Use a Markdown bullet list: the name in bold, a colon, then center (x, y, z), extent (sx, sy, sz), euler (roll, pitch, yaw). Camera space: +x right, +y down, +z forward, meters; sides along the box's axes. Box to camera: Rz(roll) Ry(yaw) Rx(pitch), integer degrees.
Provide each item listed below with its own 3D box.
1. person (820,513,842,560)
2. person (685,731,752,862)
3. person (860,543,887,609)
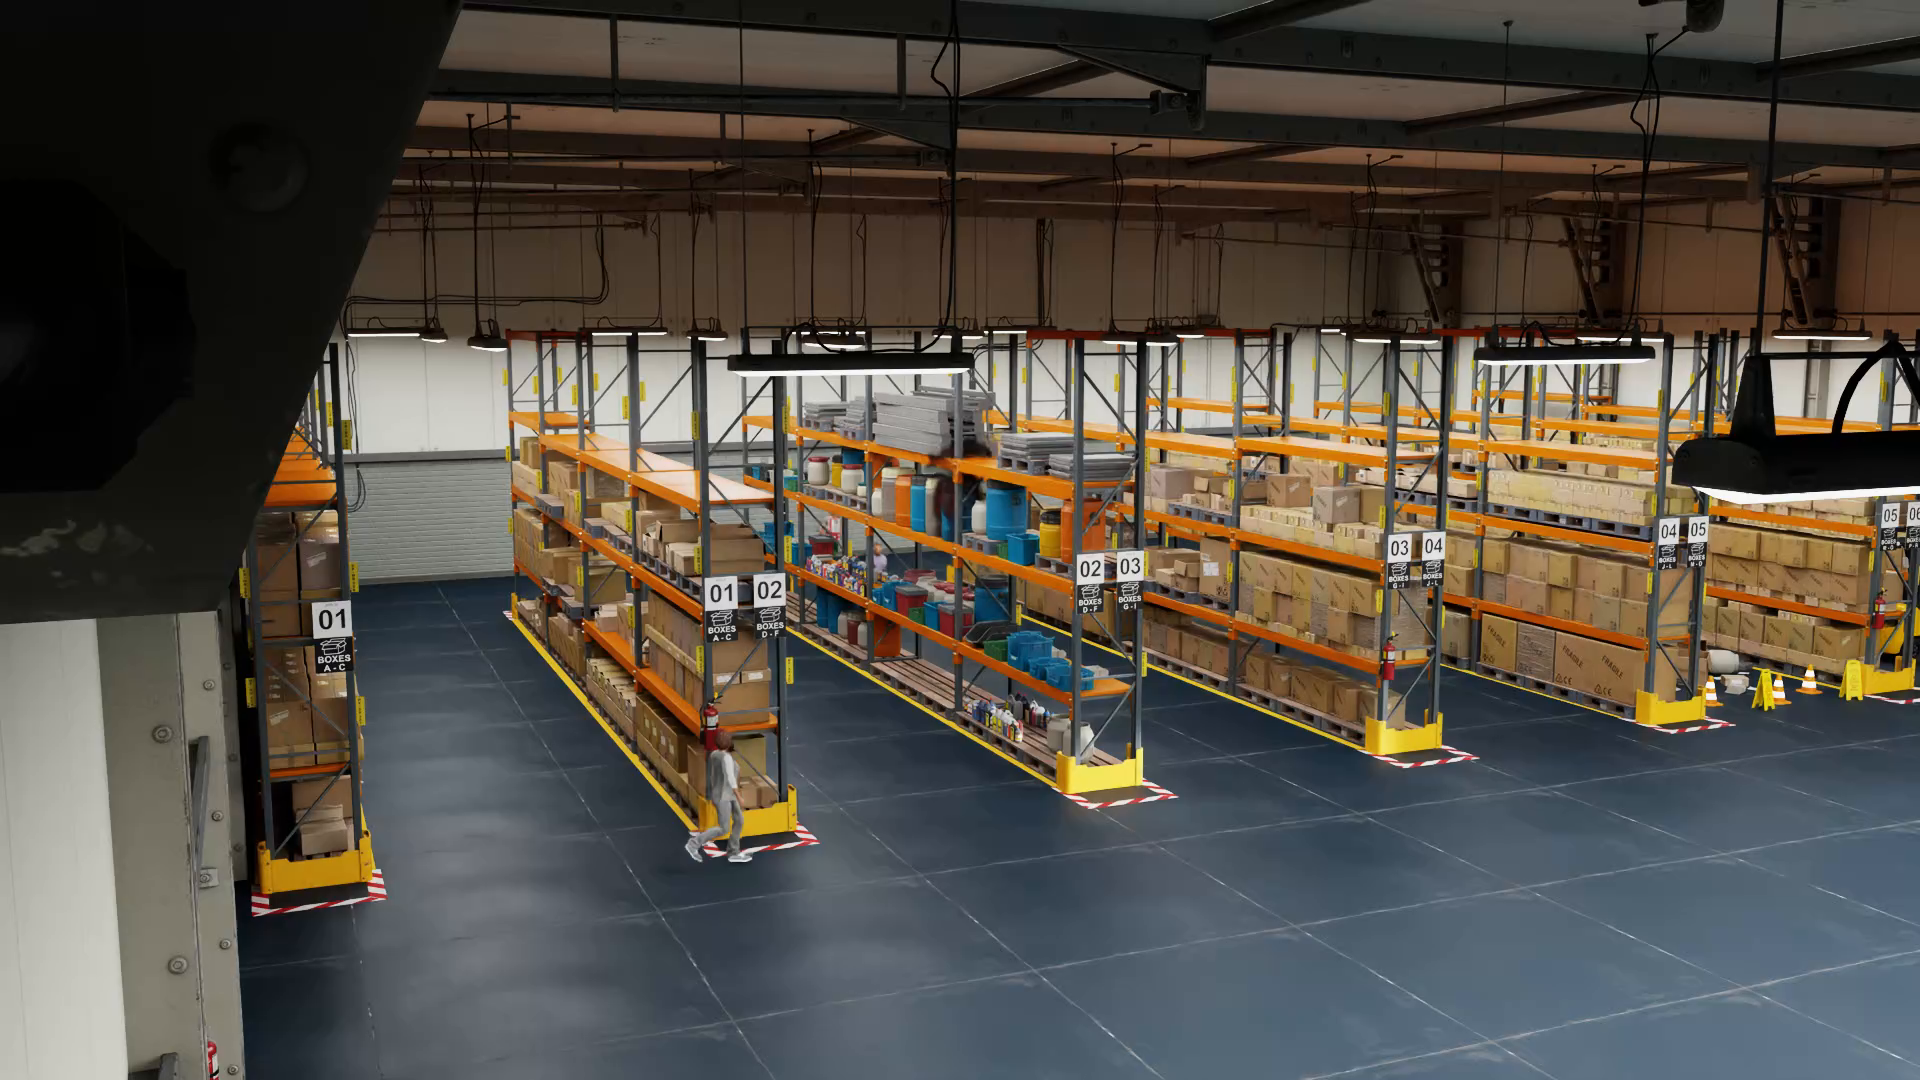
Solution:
- **person**: center (-3.035, 0.017, 39.988), extent (0.640, 1.755, 0.899), euler (-7, 11, -43)
- **person**: center (-2.783, 2.960, 19.095), extent (0.756, 1.555, 0.417), euler (-1, 8, -6)
- **person**: center (-1.725, 0.850, 34.492), extent (0.525, 1.601, 0.940), euler (-5, 9, -33)
